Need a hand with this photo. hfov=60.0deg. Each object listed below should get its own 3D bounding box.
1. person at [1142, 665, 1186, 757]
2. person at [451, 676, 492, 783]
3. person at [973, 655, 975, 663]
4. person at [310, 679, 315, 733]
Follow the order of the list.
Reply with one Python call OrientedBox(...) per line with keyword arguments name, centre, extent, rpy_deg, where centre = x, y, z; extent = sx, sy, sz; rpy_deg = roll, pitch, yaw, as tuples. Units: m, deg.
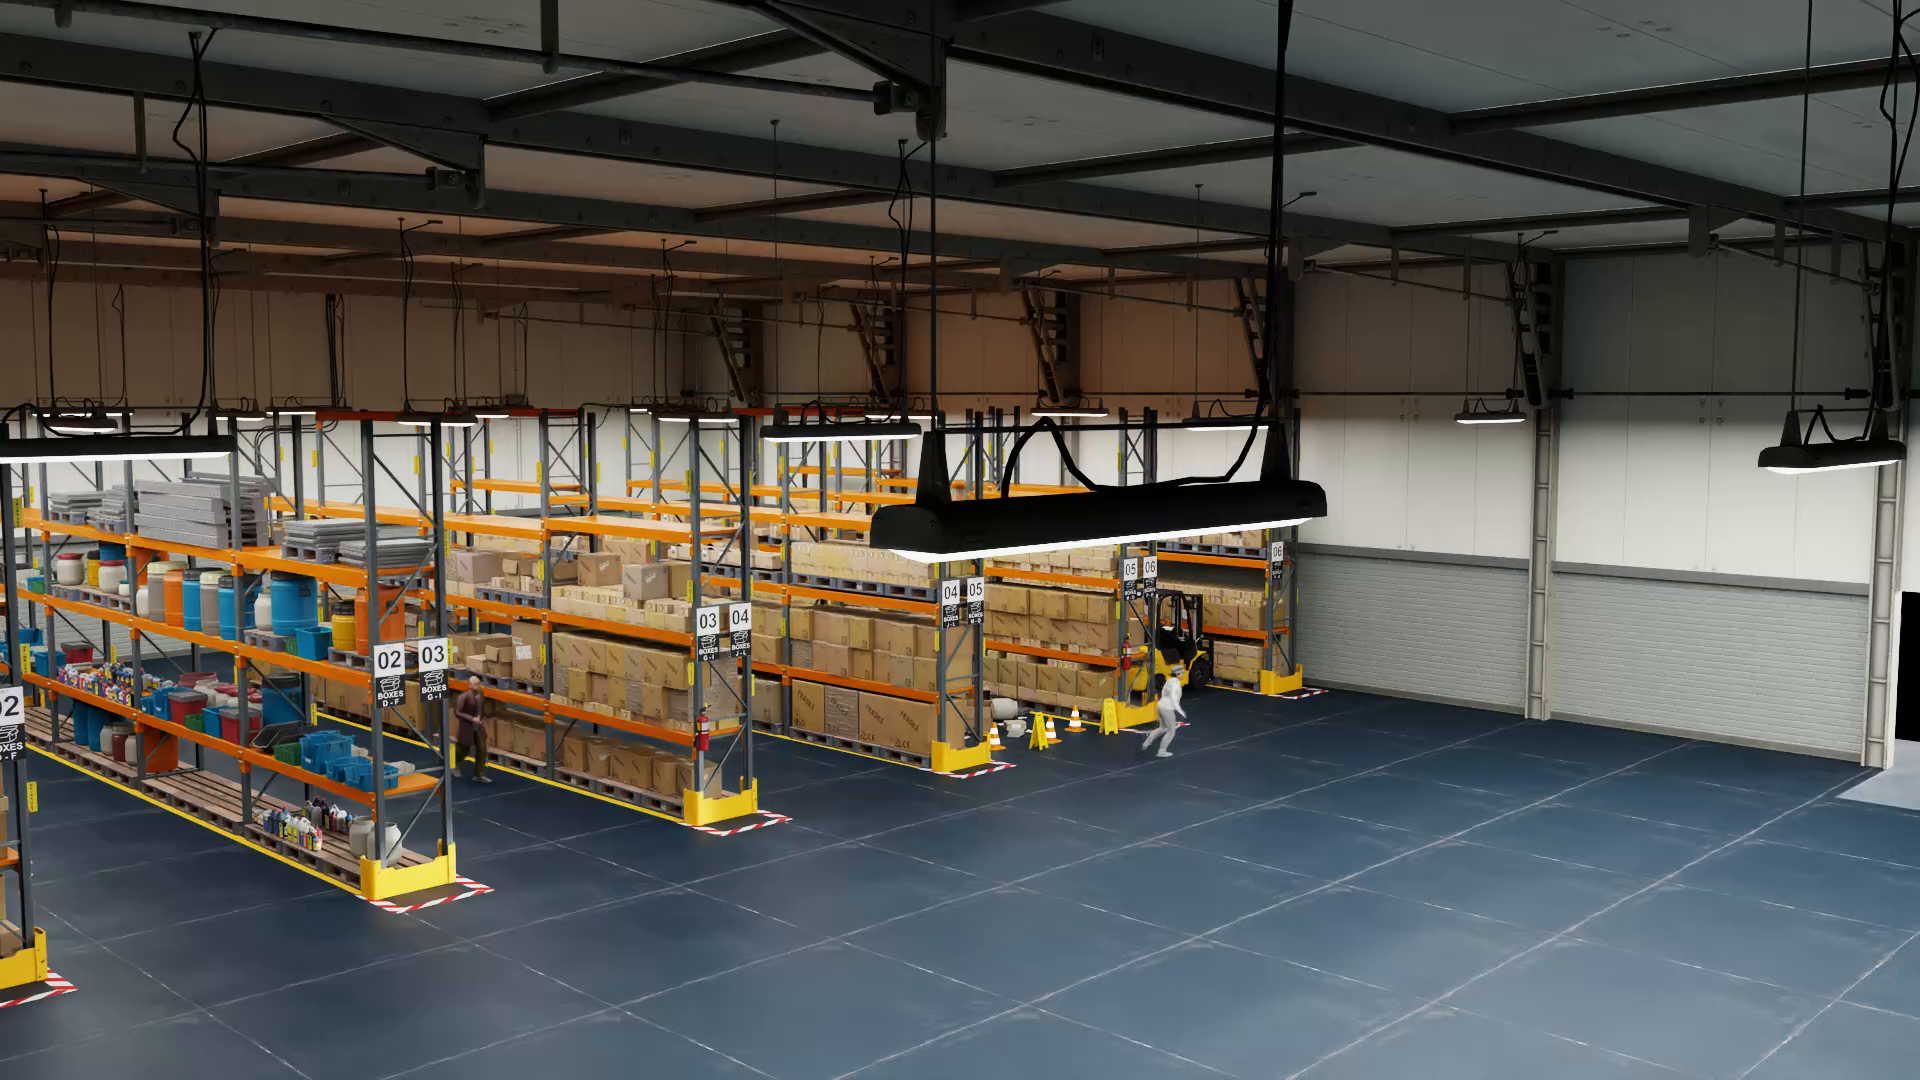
OrientedBox(name="person", centre=(3.552, 2.965, 28.944), extent=(0.698, 1.610, 0.512), rpy_deg=(-1, 5, -9))
OrientedBox(name="person", centre=(-8.029, 3.066, 27.077), extent=(0.975, 1.746, 0.691), rpy_deg=(4, 6, 35))
OrientedBox(name="person", centre=(0.351, 2.237, 37.466), extent=(0.836, 1.575, 0.696), rpy_deg=(3, 6, 33))
OrientedBox(name="person", centre=(-11.167, 3.114, 27.890), extent=(0.976, 1.589, 0.636), rpy_deg=(2, 5, 20))
